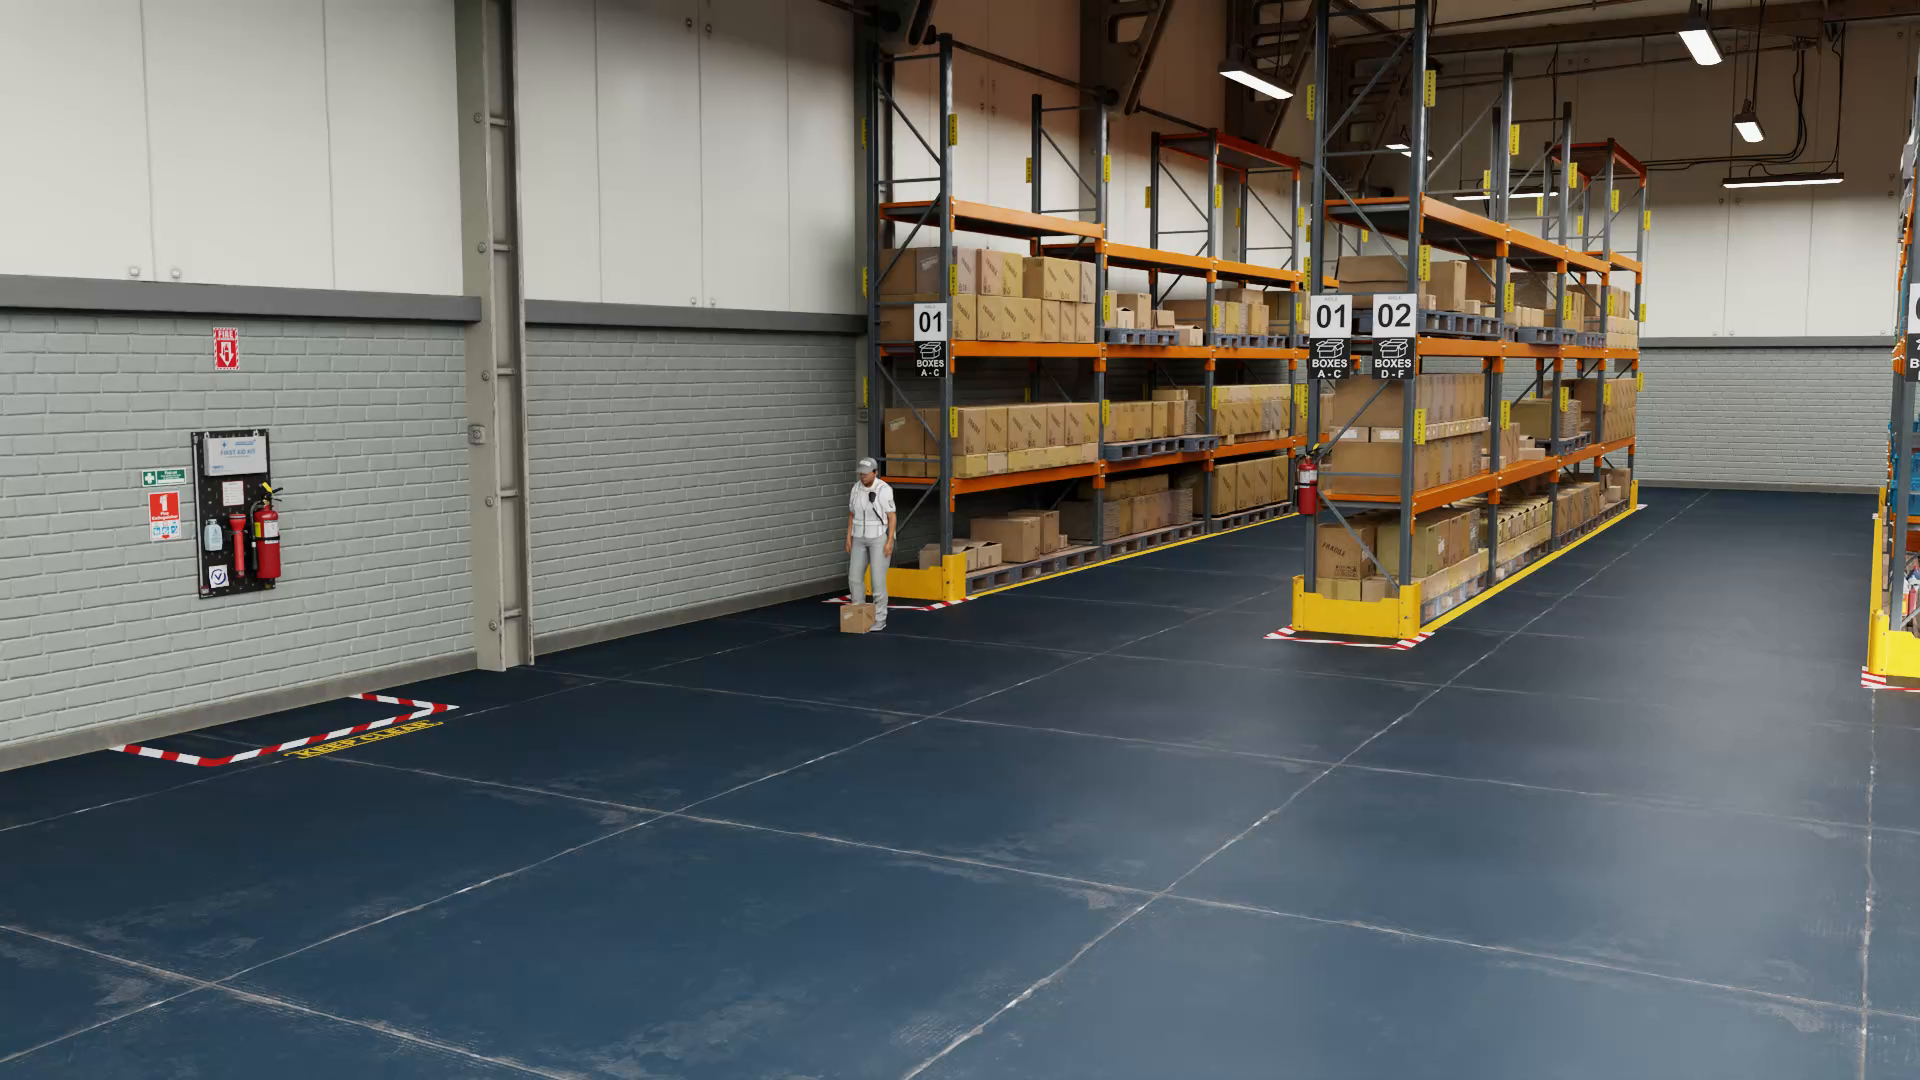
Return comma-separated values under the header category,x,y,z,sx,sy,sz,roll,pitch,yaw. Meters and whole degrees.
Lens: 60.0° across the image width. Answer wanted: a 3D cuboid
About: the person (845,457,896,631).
category,x,y,z,sx,sy,sz,roll,pitch,yaw
person,-0.877,0.026,16.090,0.540,1.667,0.467,3,7,29
